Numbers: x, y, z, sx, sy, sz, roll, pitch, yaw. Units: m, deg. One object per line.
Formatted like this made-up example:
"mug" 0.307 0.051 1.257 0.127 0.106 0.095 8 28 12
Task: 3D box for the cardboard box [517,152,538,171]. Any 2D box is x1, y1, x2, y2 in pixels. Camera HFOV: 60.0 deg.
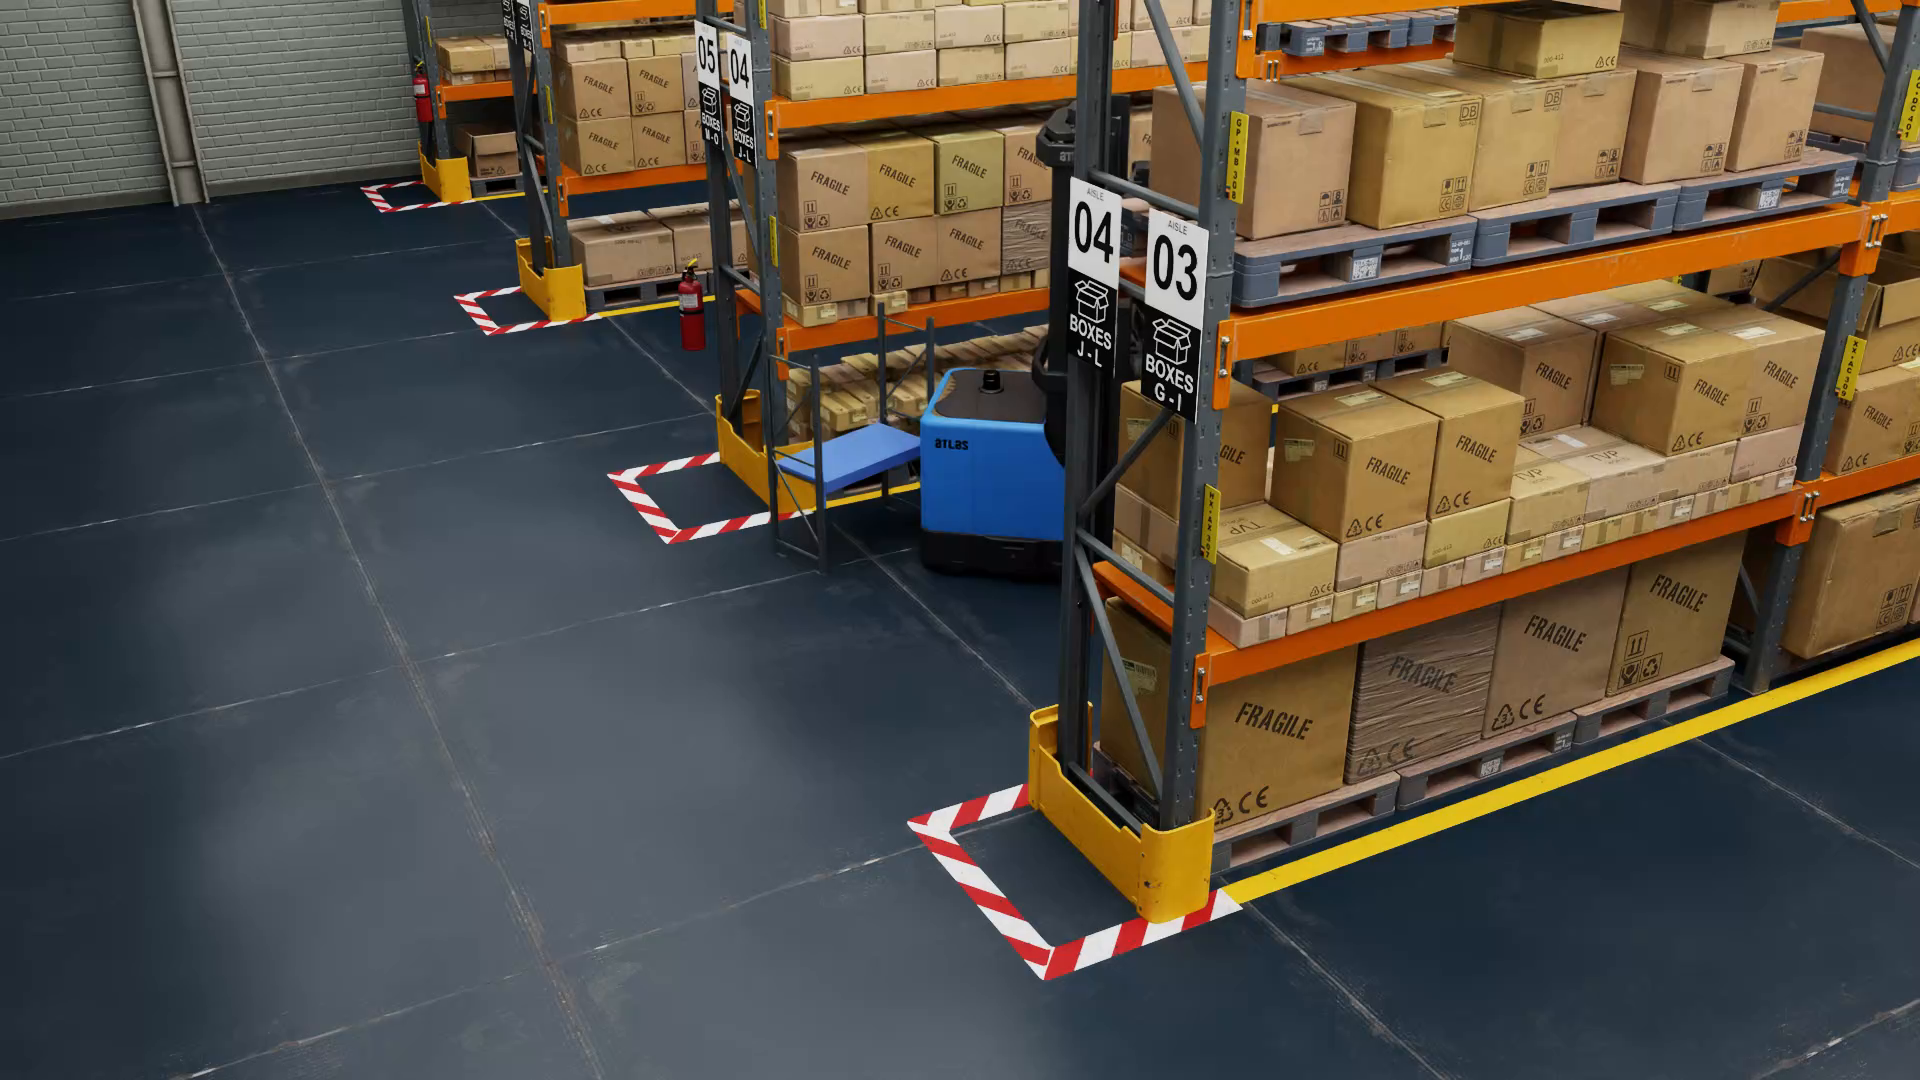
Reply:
"cardboard box" -5.252 -4.595 20.164 0.250 0.149 0.380 -14 29 -27

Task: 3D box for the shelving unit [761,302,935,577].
"shelving unit" -0.707 -0.676 10.924 0.538 1.500 1.048 22 33 38

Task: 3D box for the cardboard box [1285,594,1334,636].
"cardboard box" 1.467 0.263 7.527 0.250 0.149 0.380 -13 29 -26

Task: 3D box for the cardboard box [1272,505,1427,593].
"cardboard box" 1.779 -0.021 7.658 0.500 0.250 0.500 -13 29 -26

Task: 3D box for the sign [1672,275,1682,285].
"sign" 4.038 -1.358 9.366 0.005 0.325 0.100 -13 29 -25

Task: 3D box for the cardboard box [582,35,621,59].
"cardboard box" -3.249 -4.471 15.077 0.250 0.149 0.380 -12 28 -24

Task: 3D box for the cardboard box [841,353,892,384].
"cardboard box" -0.707 -1.274 12.558 0.250 0.149 0.380 -14 29 -26

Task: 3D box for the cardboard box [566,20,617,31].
"cardboard box" -4.379 -6.231 19.725 0.500 0.500 0.500 -12 28 -24

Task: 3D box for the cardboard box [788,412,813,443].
"cardboard box" -1.106 -0.857 12.378 0.250 0.149 0.380 -12 28 -24

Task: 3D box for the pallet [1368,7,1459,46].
"pallet" 3.566 -4.146 13.171 1.003 0.211 1.213 -13 29 -25

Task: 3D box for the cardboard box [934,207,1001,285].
"cardboard box" -0.048 -2.145 11.793 0.500 0.500 0.500 -13 28 -24

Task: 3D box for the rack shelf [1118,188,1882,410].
"rack shelf" 2.537 -1.287 7.830 4.000 0.370 1.077 -13 29 -25

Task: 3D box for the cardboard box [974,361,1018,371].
"cardboard box" 0.302 -1.191 12.386 0.250 0.149 0.380 -13 28 -24

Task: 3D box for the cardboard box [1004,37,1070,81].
"cardboard box" 0.420 -3.361 11.492 0.500 0.250 0.500 -13 29 -25

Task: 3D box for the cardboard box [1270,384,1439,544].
"cardboard box" 1.764 -0.352 7.482 0.500 0.500 0.500 -14 29 -26

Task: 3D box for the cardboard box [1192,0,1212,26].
"cardboard box" 1.770 -3.900 12.037 0.500 0.250 0.500 -14 29 -28

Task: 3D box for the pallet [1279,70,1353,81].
"pallet" 3.747 -5.365 19.180 1.003 0.211 1.213 -13 29 -25

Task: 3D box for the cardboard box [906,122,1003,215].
"cardboard box" -0.039 -2.589 11.562 0.500 0.500 0.500 -14 29 -26

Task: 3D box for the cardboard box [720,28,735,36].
"cardboard box" -2.059 -4.691 15.534 0.250 0.149 0.380 -14 29 -26

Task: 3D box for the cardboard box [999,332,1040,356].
"cardboard box" 0.501 -1.489 13.007 0.250 0.149 0.380 -14 29 -27

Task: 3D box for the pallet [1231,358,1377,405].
"pallet" 2.743 -1.483 14.095 1.213 0.211 1.003 -13 29 -25

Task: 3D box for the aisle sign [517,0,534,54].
"aisle sign" -3.818 -4.683 14.534 0.004 0.787 0.394 -13 29 -25

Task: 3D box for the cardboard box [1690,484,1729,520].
"cardboard box" 3.733 -0.261 8.618 0.250 0.149 0.380 -14 29 -26

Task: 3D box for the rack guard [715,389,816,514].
"rack guard" -1.405 -0.655 12.036 0.348 0.500 1.175 -13 29 -25

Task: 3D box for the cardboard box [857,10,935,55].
"cardboard box" -0.503 -3.373 10.940 0.500 0.250 0.500 -13 29 -26

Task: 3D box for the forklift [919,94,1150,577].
"forklift" 1.302 -1.211 10.385 3.031 2.935 1.130 4 26 9

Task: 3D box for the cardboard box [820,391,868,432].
"cardboard box" -0.850 -0.916 11.812 0.250 0.149 0.380 -14 29 -27

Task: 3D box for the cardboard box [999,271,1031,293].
"cardboard box" 0.320 -1.931 12.096 0.250 0.149 0.380 -12 28 -23

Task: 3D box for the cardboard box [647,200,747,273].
"cardboard box" -2.552 -3.033 16.576 0.875 0.438 0.875 -12 28 -24

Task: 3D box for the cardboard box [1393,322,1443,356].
"cardboard box" 3.756 -1.913 14.171 0.500 0.500 0.500 -12 28 -24

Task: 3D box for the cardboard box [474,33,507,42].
"cardboard box" -5.493 -5.897 19.896 0.500 0.250 0.500 -13 29 -25

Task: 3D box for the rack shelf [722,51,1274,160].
"rack shelf" 0.292 -3.201 11.818 4.000 0.370 1.077 -13 29 -25

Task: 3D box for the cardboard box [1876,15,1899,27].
"cardboard box" 9.458 -4.827 16.416 0.550 0.550 0.875 -13 29 -25

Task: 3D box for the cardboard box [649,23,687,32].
"cardboard box" -2.762 -4.781 15.723 0.250 0.149 0.380 -13 29 -26

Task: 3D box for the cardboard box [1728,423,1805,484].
"cardboard box" 4.036 -0.542 8.744 0.500 0.250 0.500 -14 29 -26

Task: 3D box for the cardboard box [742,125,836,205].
"cardboard box" -1.186 -2.584 11.553 0.500 0.500 0.500 -14 29 -26

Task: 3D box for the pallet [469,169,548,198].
"pallet" -5.460 -4.452 20.279 1.213 0.211 1.003 -13 29 -25

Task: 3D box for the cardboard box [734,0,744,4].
"cardboard box" -1.317 -3.636 11.027 0.250 0.149 0.380 -13 29 -26

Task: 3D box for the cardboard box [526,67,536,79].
"cardboard box" -5.141 -5.544 19.622 0.250 0.149 0.380 -12 28 -23

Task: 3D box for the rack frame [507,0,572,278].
"rack frame" -3.891 -3.636 15.358 0.127 3.000 1.000 -13 29 -25

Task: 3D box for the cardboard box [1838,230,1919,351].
"cardboard box" 5.473 -1.432 9.492 0.637 0.503 0.797 -13 28 -25

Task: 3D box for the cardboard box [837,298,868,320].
"cardboard box" -0.827 -1.661 11.535 0.250 0.149 0.380 -12 28 -23

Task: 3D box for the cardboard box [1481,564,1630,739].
"cardboard box" 2.888 0.390 8.943 0.875 0.875 0.875 -13 29 -25

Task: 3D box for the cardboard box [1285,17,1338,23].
"cardboard box" 2.443 -4.203 12.471 0.500 0.500 0.700 -13 29 -25

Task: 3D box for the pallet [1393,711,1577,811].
"pallet" 2.516 0.966 8.994 1.213 0.211 1.003 -13 29 -25

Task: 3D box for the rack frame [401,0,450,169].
"rack frame" -6.230 -5.531 19.304 0.127 3.000 1.000 -13 29 -25

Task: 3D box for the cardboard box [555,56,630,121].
"cardboard box" -3.333 -4.121 15.097 0.500 0.500 0.500 -14 29 -26

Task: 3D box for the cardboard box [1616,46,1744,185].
"cardboard box" 3.163 -2.008 7.784 0.500 0.500 0.700 -11 28 -22

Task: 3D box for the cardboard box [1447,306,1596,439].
"cardboard box" 2.864 -0.866 8.550 0.500 0.500 0.500 -14 29 -27

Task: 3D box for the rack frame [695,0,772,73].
"rack frame" -1.472 -4.471 10.165 0.127 3.000 1.000 -13 29 -25

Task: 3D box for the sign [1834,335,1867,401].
"sign" 4.564 -0.880 8.526 0.005 0.325 0.100 -13 29 -25

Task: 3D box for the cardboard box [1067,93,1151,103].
"cardboard box" 1.094 -3.101 12.628 0.500 0.500 0.500 -14 29 -27

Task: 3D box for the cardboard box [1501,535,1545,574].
"cardboard box" 2.598 0.002 8.071 0.250 0.149 0.380 -14 29 -26

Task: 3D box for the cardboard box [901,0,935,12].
"cardboard box" -0.357 -3.557 10.861 0.250 0.149 0.380 -13 28 -24
